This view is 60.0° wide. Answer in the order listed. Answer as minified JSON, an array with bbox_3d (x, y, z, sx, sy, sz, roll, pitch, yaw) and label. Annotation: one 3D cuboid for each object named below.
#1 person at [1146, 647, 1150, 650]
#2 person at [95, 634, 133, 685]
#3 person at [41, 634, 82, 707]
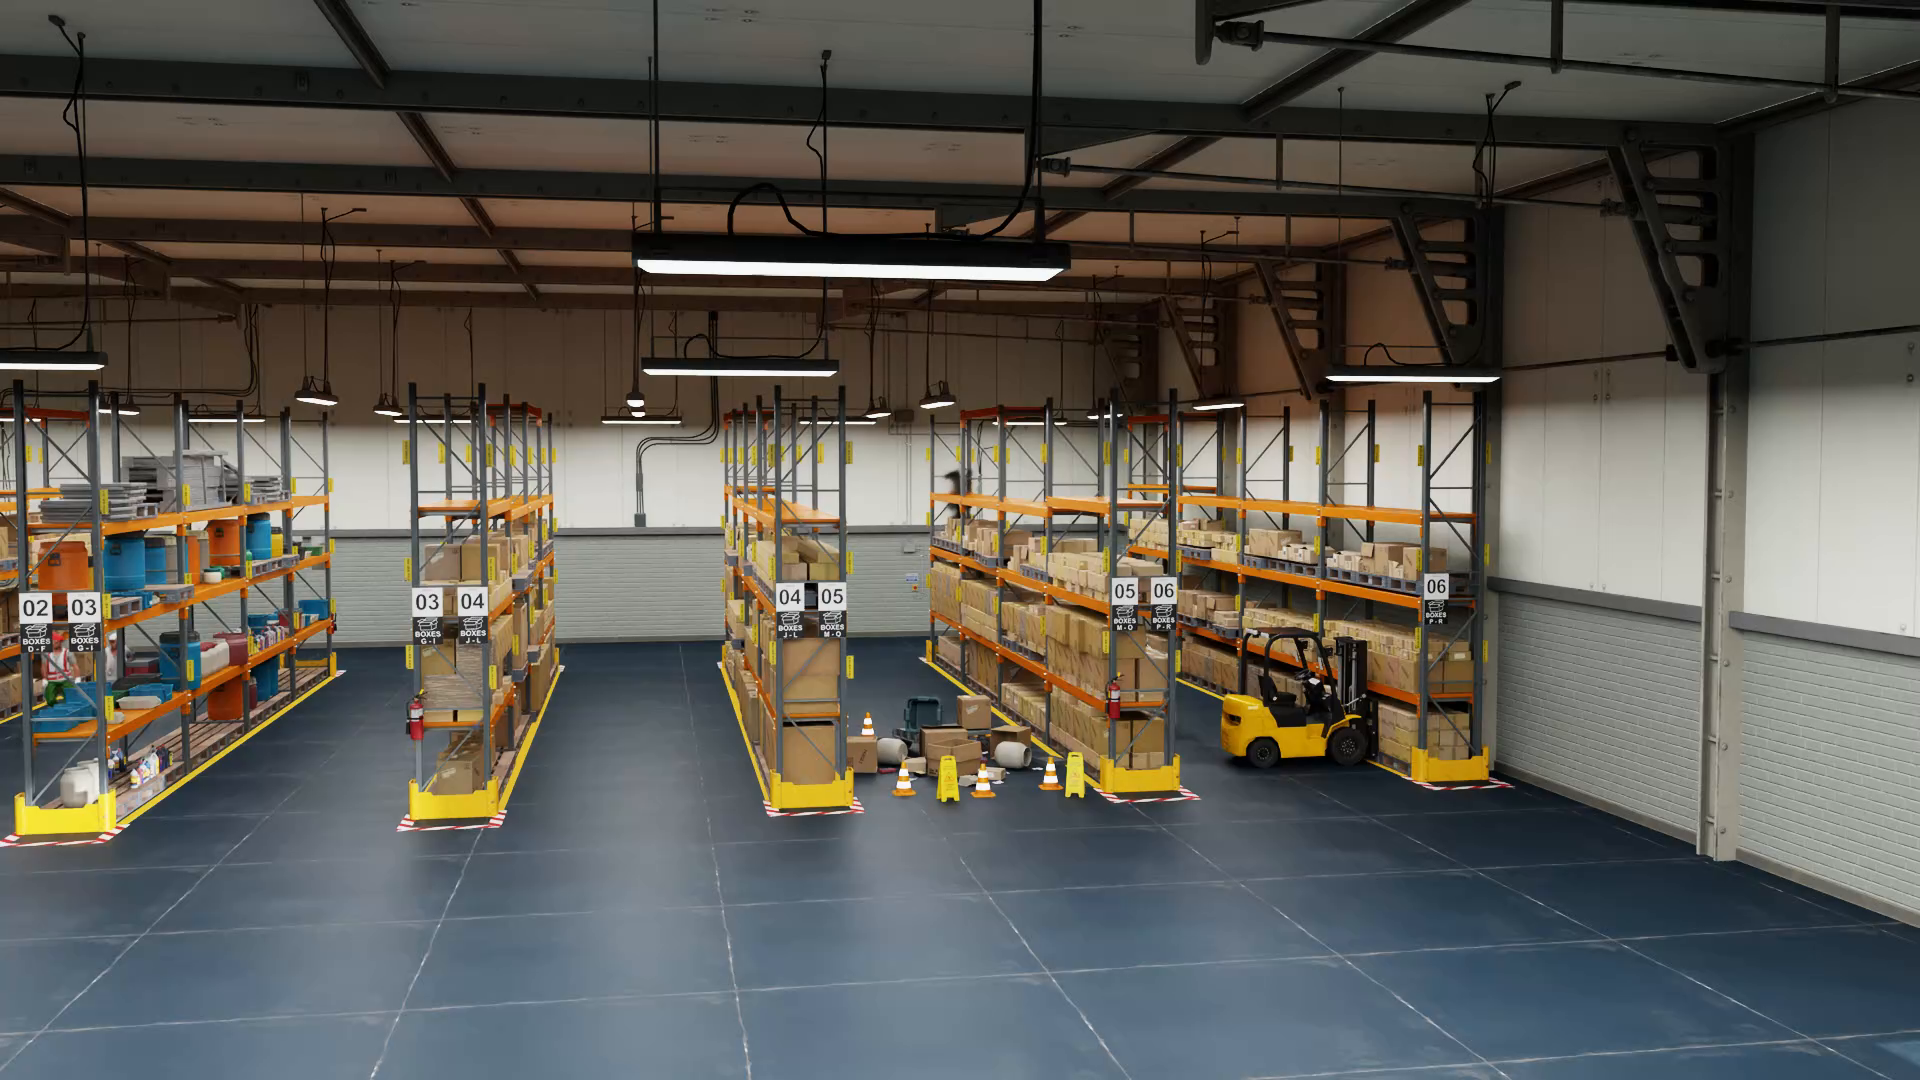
[{"bbox_3d":[3.339,2.595,31.867,0.595,1.590,0.716,-1,3,-25],"label":"person"},{"bbox_3d":[-15.526,2.575,30.584,0.678,1.754,0.958,-2,3,-29],"label":"person"},{"bbox_3d":[-16.497,2.589,30.561,0.700,1.748,0.555,-1,3,-19],"label":"person"}]
